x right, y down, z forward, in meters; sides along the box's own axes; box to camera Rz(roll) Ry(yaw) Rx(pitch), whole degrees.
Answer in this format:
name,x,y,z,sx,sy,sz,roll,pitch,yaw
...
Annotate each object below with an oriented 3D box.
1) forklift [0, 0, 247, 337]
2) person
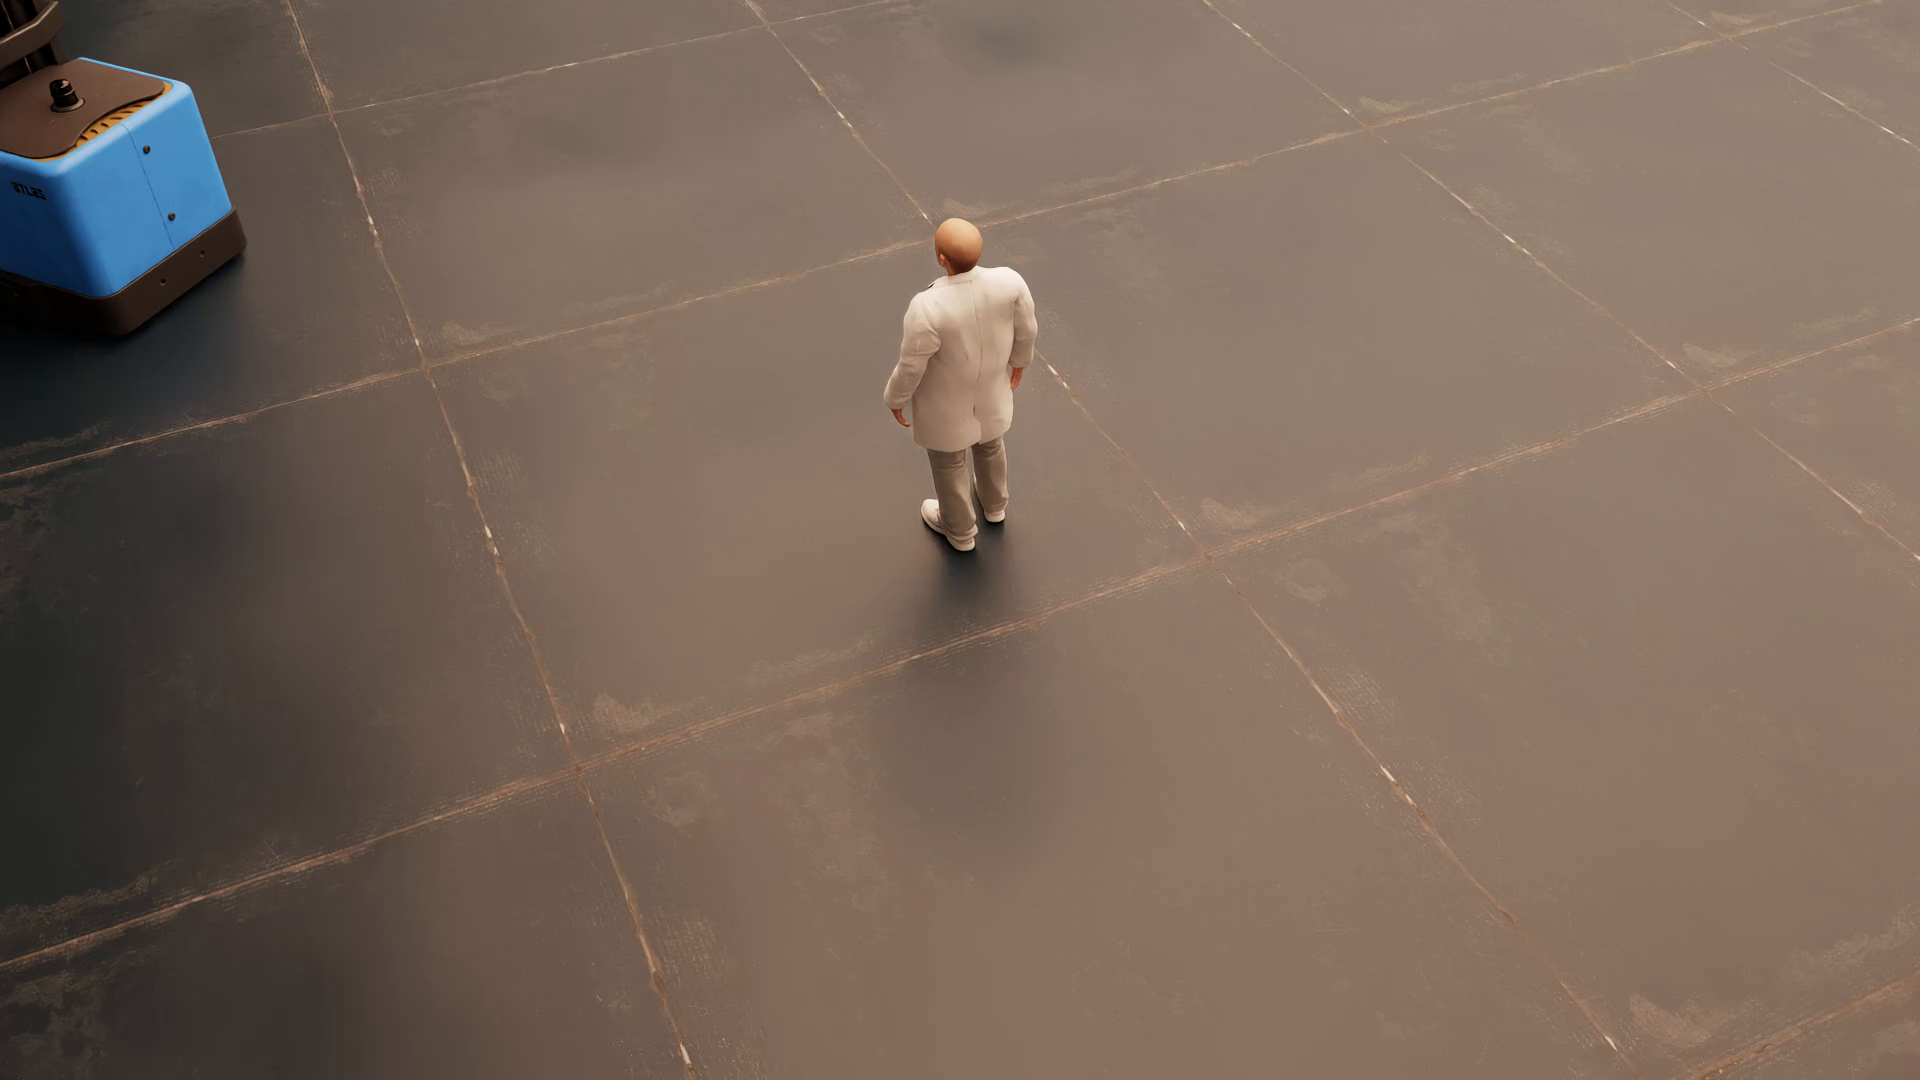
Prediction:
name,x,y,z,sx,sy,sz,roll,pitch,yaw
forklift,-5.652,-2.829,8.711,3.031,2.935,1.130,17,46,17
person,-0.035,-0.713,7.278,0.698,1.778,0.578,-18,46,-18
